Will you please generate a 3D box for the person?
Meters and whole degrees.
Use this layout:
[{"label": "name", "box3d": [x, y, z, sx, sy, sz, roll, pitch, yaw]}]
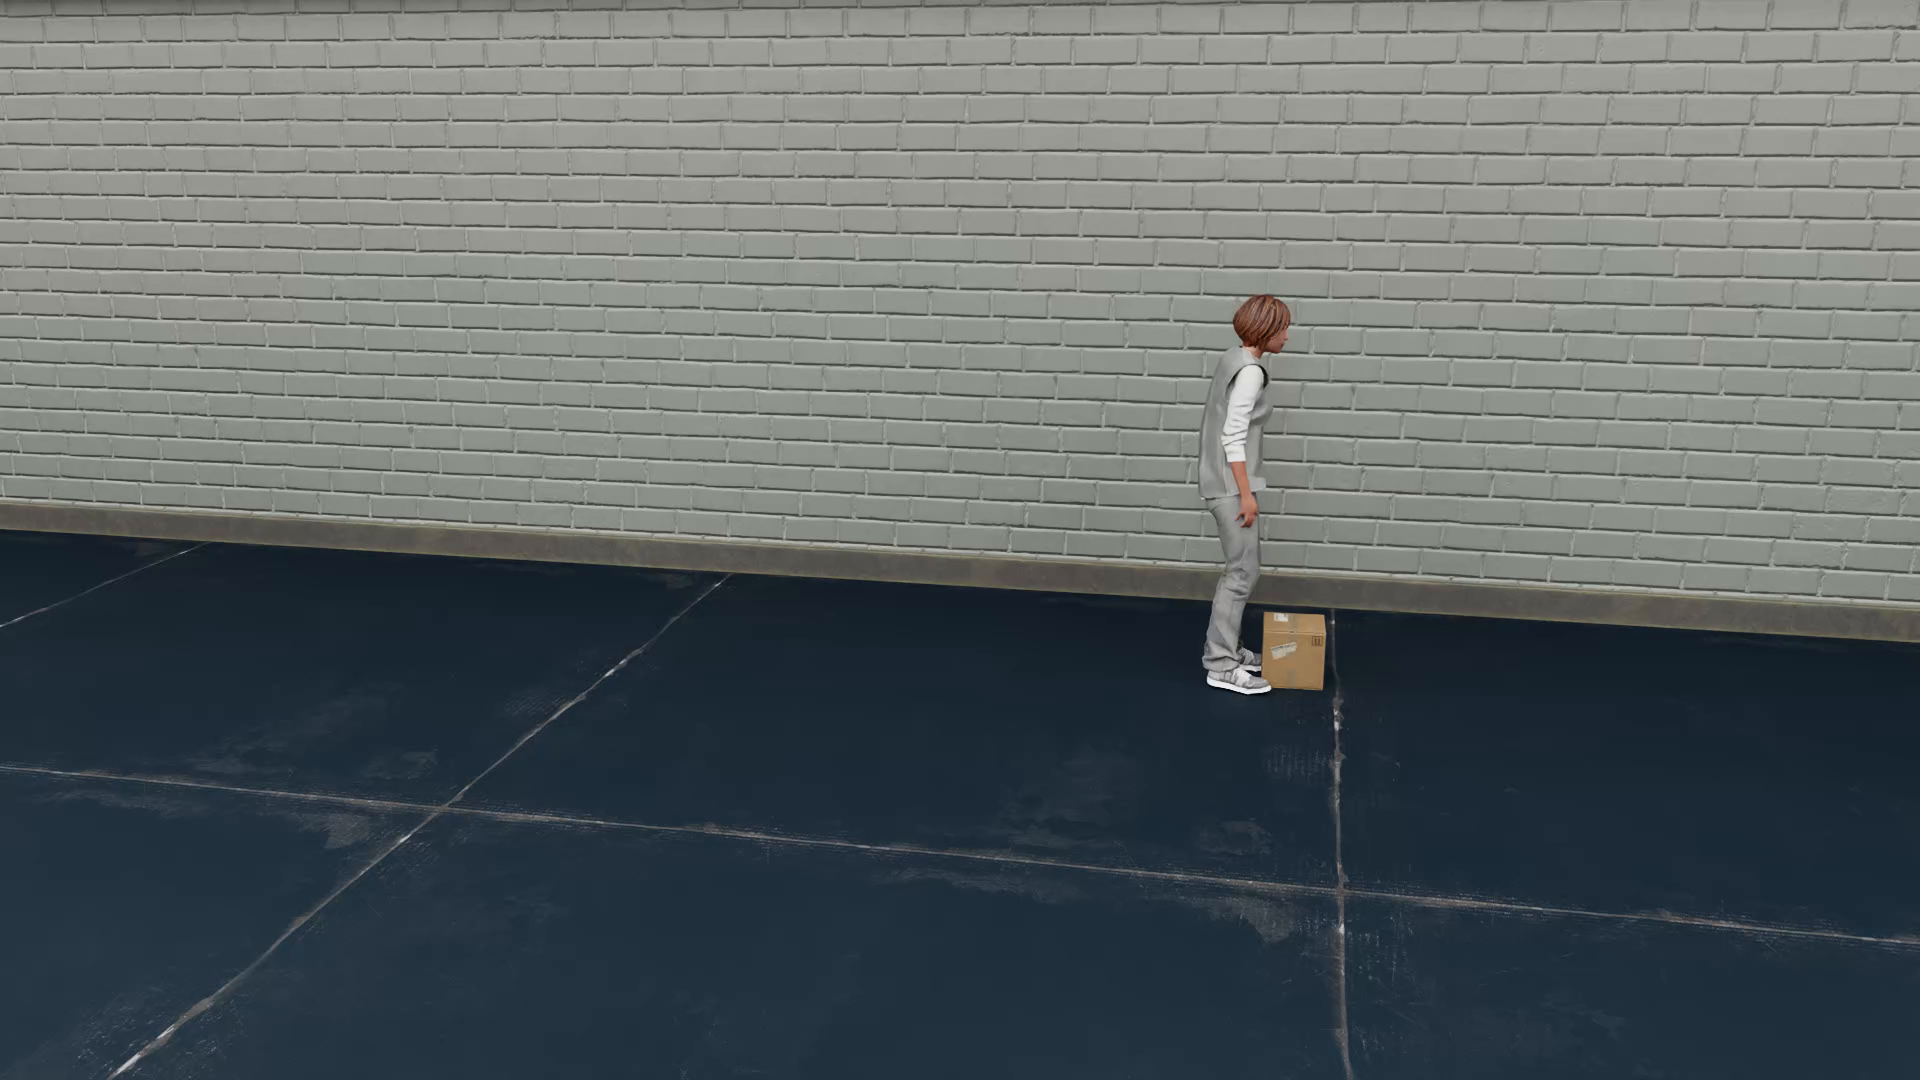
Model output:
[{"label": "person", "box3d": [1.141, -0.198, 6.781, 0.349, 1.591, 0.477, 2, 15, 8]}]
